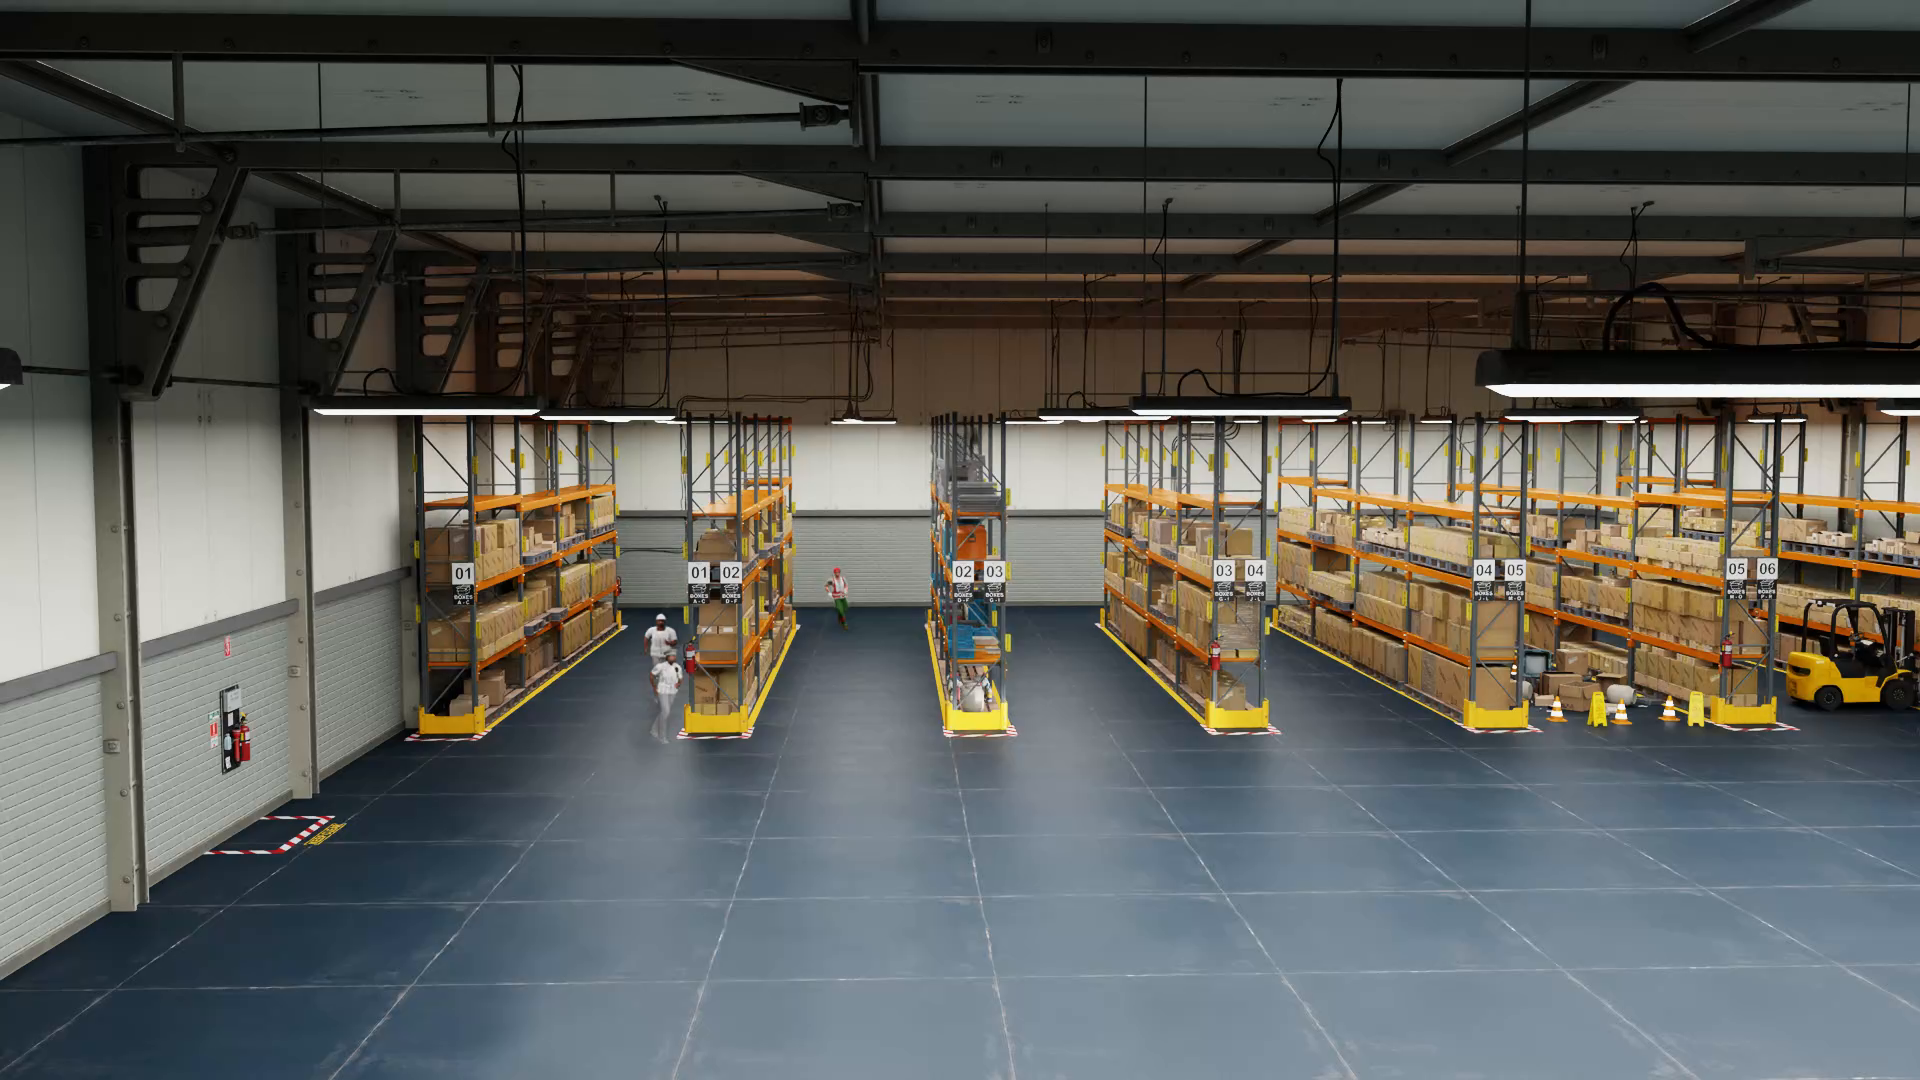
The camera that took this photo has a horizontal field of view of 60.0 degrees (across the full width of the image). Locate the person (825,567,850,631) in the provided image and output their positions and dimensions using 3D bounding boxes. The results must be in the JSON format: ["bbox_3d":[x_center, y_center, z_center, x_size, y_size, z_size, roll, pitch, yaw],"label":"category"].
[{"bbox_3d":[-3.454,1.649,47.008,0.650,1.763,0.941,-2,4,-25],"label":"person"}]

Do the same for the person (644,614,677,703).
[{"bbox_3d":[-6.274,2.454,34.897,0.678,1.819,0.830,-1,4,-13],"label":"person"}]

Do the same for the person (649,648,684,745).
[{"bbox_3d":[-5.339,2.837,30.335,0.571,1.729,0.686,-4,5,-43],"label":"person"}]
